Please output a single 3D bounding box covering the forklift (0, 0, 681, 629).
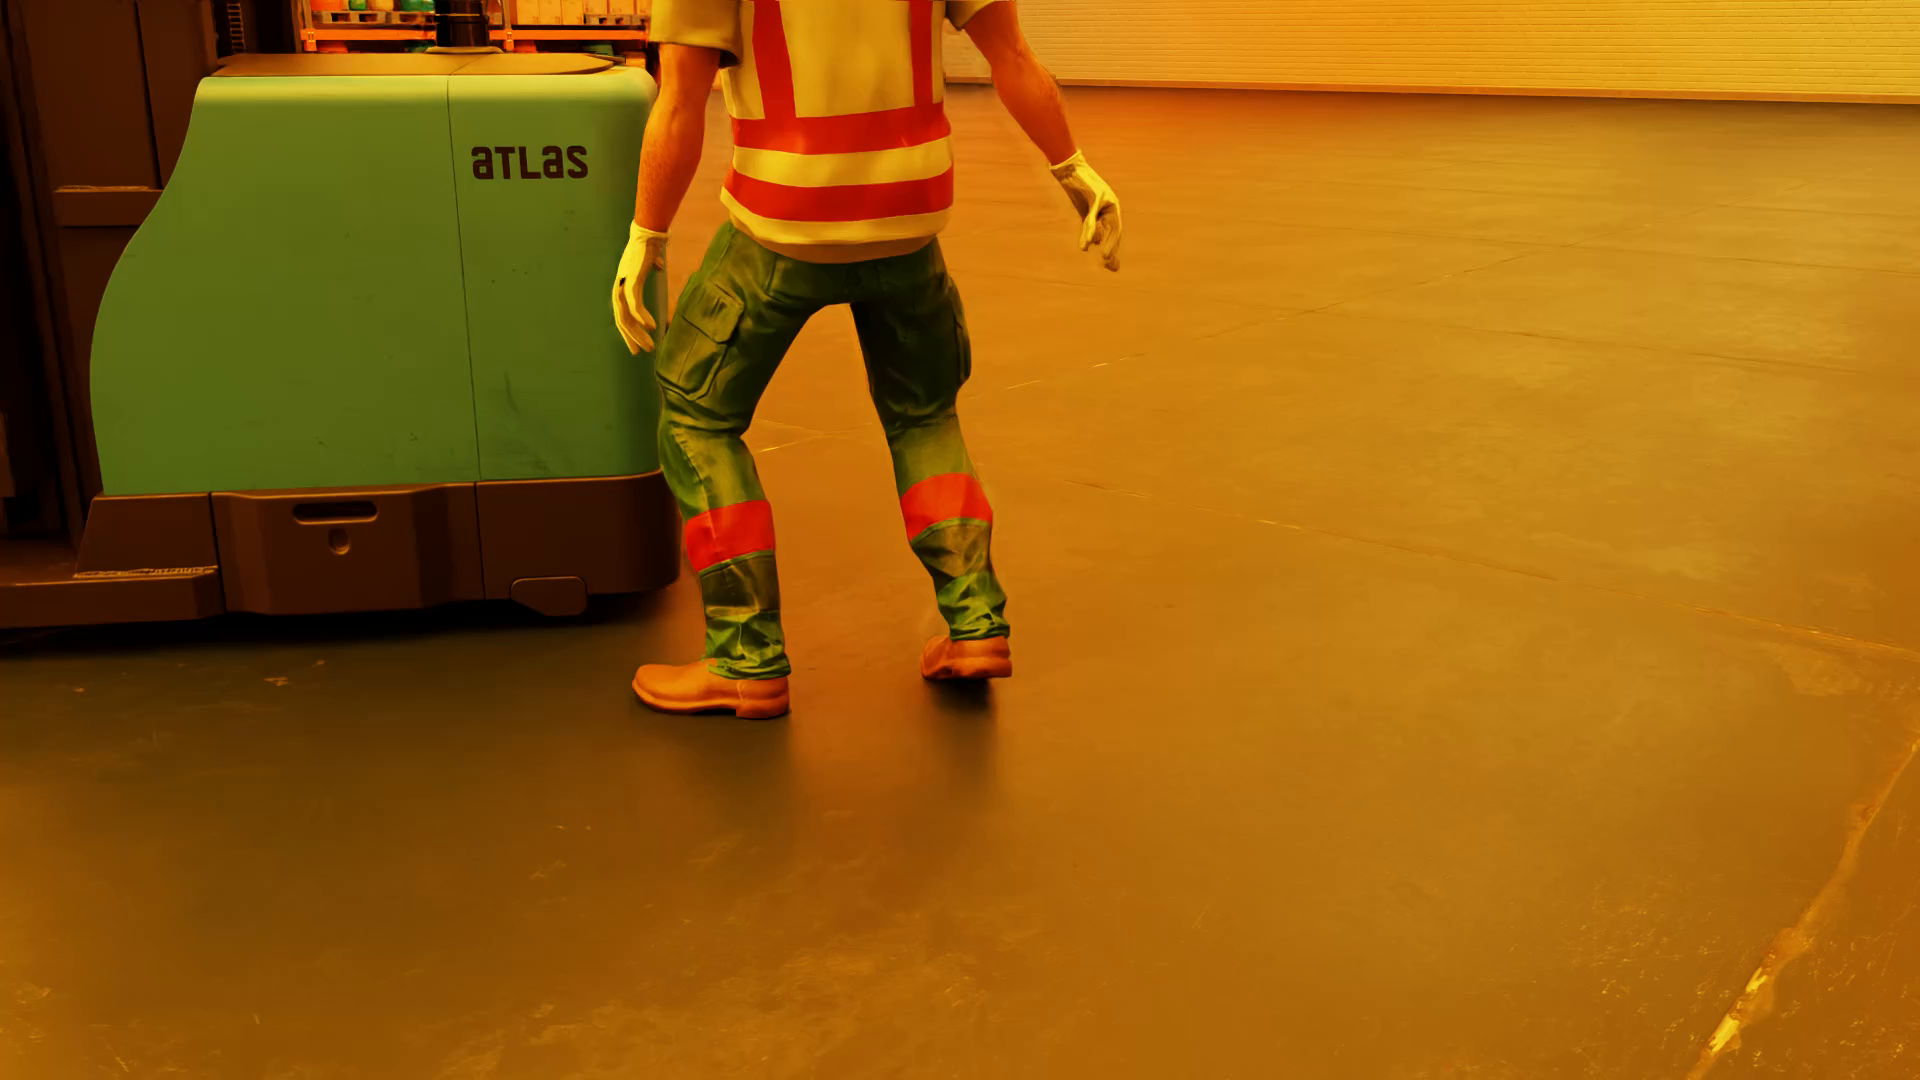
[{"bbox_3d":[-2.144,-1.314,3.225,3.031,2.935,1.130,-3,17,-8],"label":"forklift"}]

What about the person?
[{"bbox_3d":[-0.149,-0.557,2.850,0.895,1.703,0.496,-6,18,-19],"label":"person"}]
